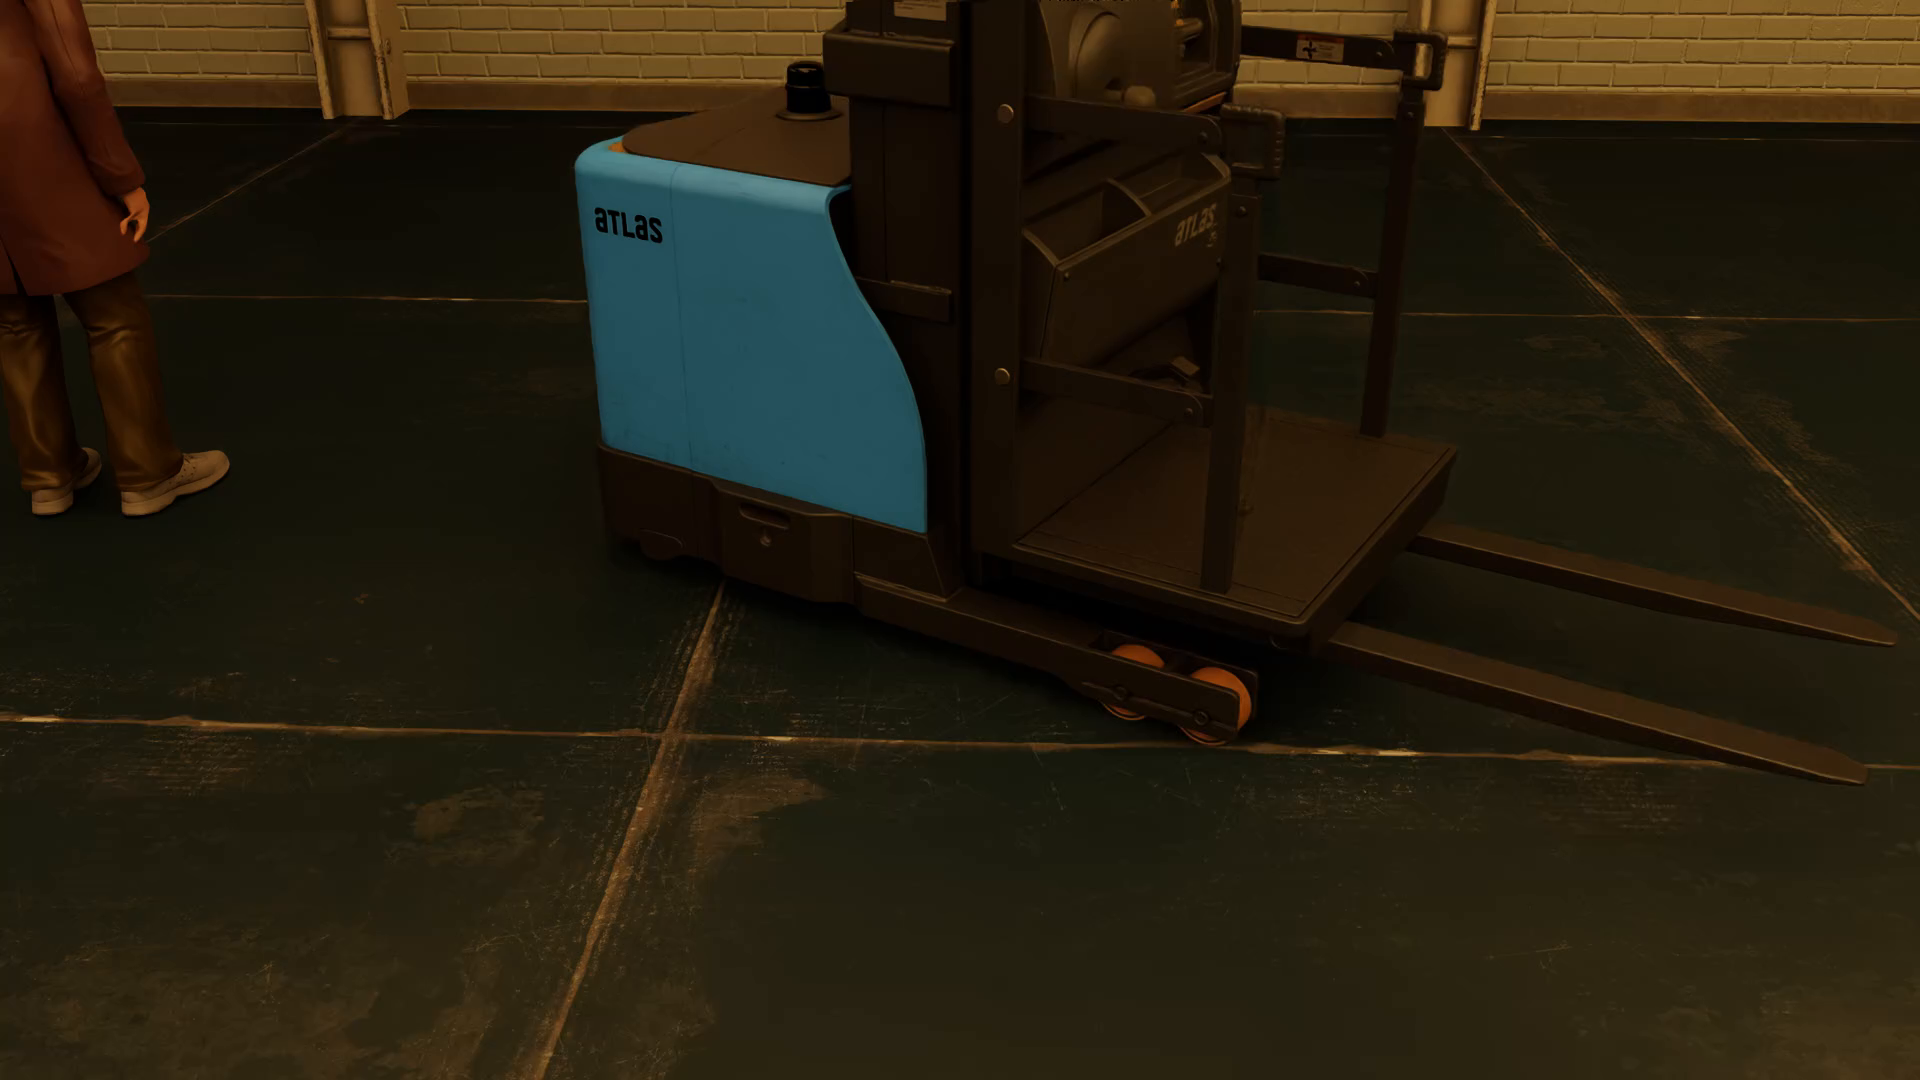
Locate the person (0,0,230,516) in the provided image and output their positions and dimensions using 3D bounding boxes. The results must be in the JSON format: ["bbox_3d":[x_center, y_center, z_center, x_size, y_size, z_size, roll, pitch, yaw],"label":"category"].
[{"bbox_3d":[-2.462,-0.920,4.383,0.644,1.772,0.430,1,26,2],"label":"person"}]

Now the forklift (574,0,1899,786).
[{"bbox_3d":[0.571,-1.136,3.512,3.031,2.935,1.130,15,30,28],"label":"forklift"}]
